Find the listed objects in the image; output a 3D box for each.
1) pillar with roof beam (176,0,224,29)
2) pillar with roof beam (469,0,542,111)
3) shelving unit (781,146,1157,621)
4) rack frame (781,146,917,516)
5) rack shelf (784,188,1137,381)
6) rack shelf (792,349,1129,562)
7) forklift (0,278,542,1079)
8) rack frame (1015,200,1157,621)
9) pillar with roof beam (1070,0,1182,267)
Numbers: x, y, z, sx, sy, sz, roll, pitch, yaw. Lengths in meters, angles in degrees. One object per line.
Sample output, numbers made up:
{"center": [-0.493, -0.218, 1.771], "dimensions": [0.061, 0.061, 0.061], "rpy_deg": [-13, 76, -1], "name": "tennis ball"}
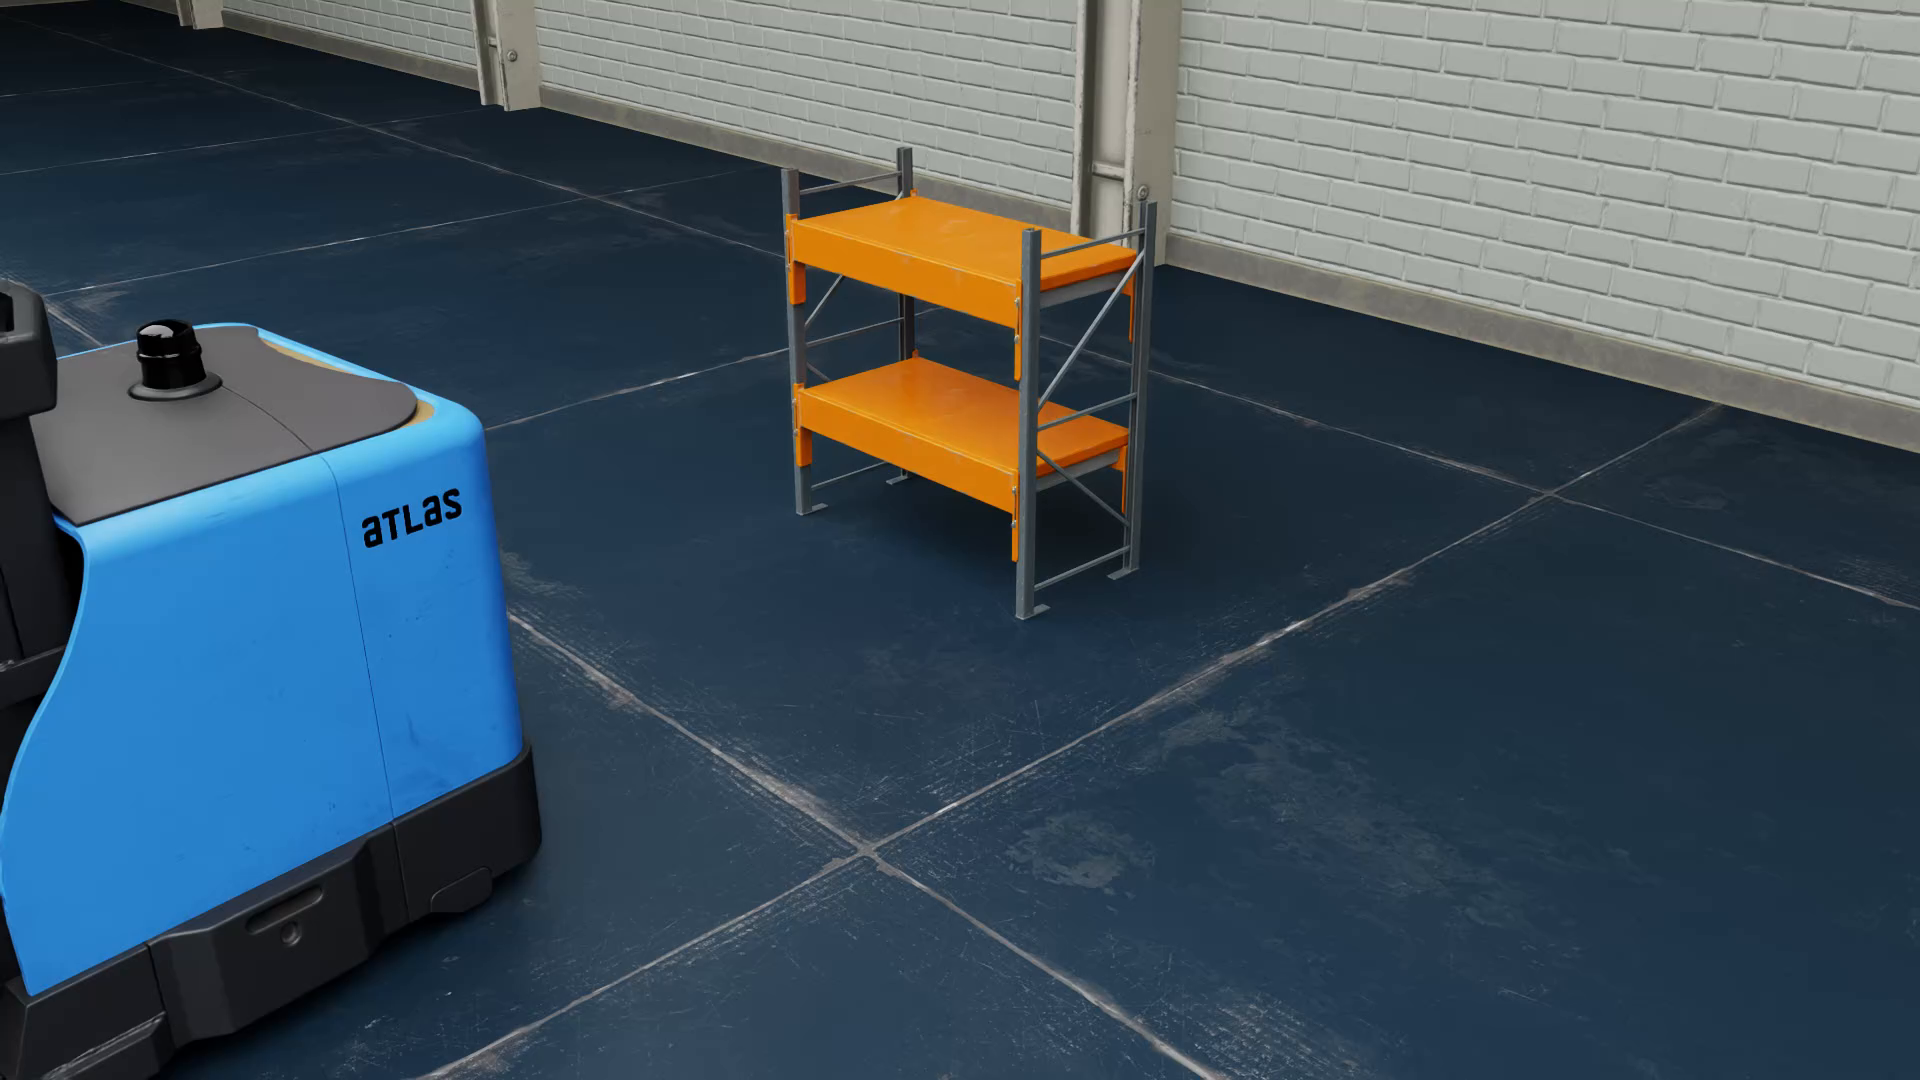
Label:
{"center": [-10.550, -7.908, 11.742], "dimensions": [9.100, 9.000, 0.400], "rpy_deg": [-21, 32, -38], "name": "pillar with roof beam"}
{"center": [-6.449, -6.090, 7.758], "dimensions": [9.100, 9.000, 0.400], "rpy_deg": [-21, 32, -38], "name": "pillar with roof beam"}
{"center": [0.005, -0.510, 5.012], "dimensions": [0.538, 1.125, 1.048], "rpy_deg": [-21, 32, -38], "name": "shelving unit"}
{"center": [-0.343, -0.664, 5.350], "dimensions": [0.500, 1.125, 0.032], "rpy_deg": [-21, 32, -38], "name": "rack frame"}
{"center": [0.005, -0.776, 4.891], "dimensions": [0.538, 0.278, 1.000], "rpy_deg": [-21, 32, -38], "name": "rack shelf"}
{"center": [0.005, -0.287, 5.114], "dimensions": [0.538, 0.278, 1.000], "rpy_deg": [-21, 32, -38], "name": "rack shelf"}
{"center": [-2.252, -0.273, 2.317], "dimensions": [1.130, 2.935, 3.031], "rpy_deg": [20, 31, 36], "name": "forklift"}
{"center": [0.352, -0.356, 4.674], "dimensions": [0.500, 1.125, 0.032], "rpy_deg": [-21, 32, -38], "name": "rack frame"}
{"center": [-2.348, -4.272, 3.773], "dimensions": [9.100, 9.000, 0.400], "rpy_deg": [-21, 32, -38], "name": "pillar with roof beam"}
